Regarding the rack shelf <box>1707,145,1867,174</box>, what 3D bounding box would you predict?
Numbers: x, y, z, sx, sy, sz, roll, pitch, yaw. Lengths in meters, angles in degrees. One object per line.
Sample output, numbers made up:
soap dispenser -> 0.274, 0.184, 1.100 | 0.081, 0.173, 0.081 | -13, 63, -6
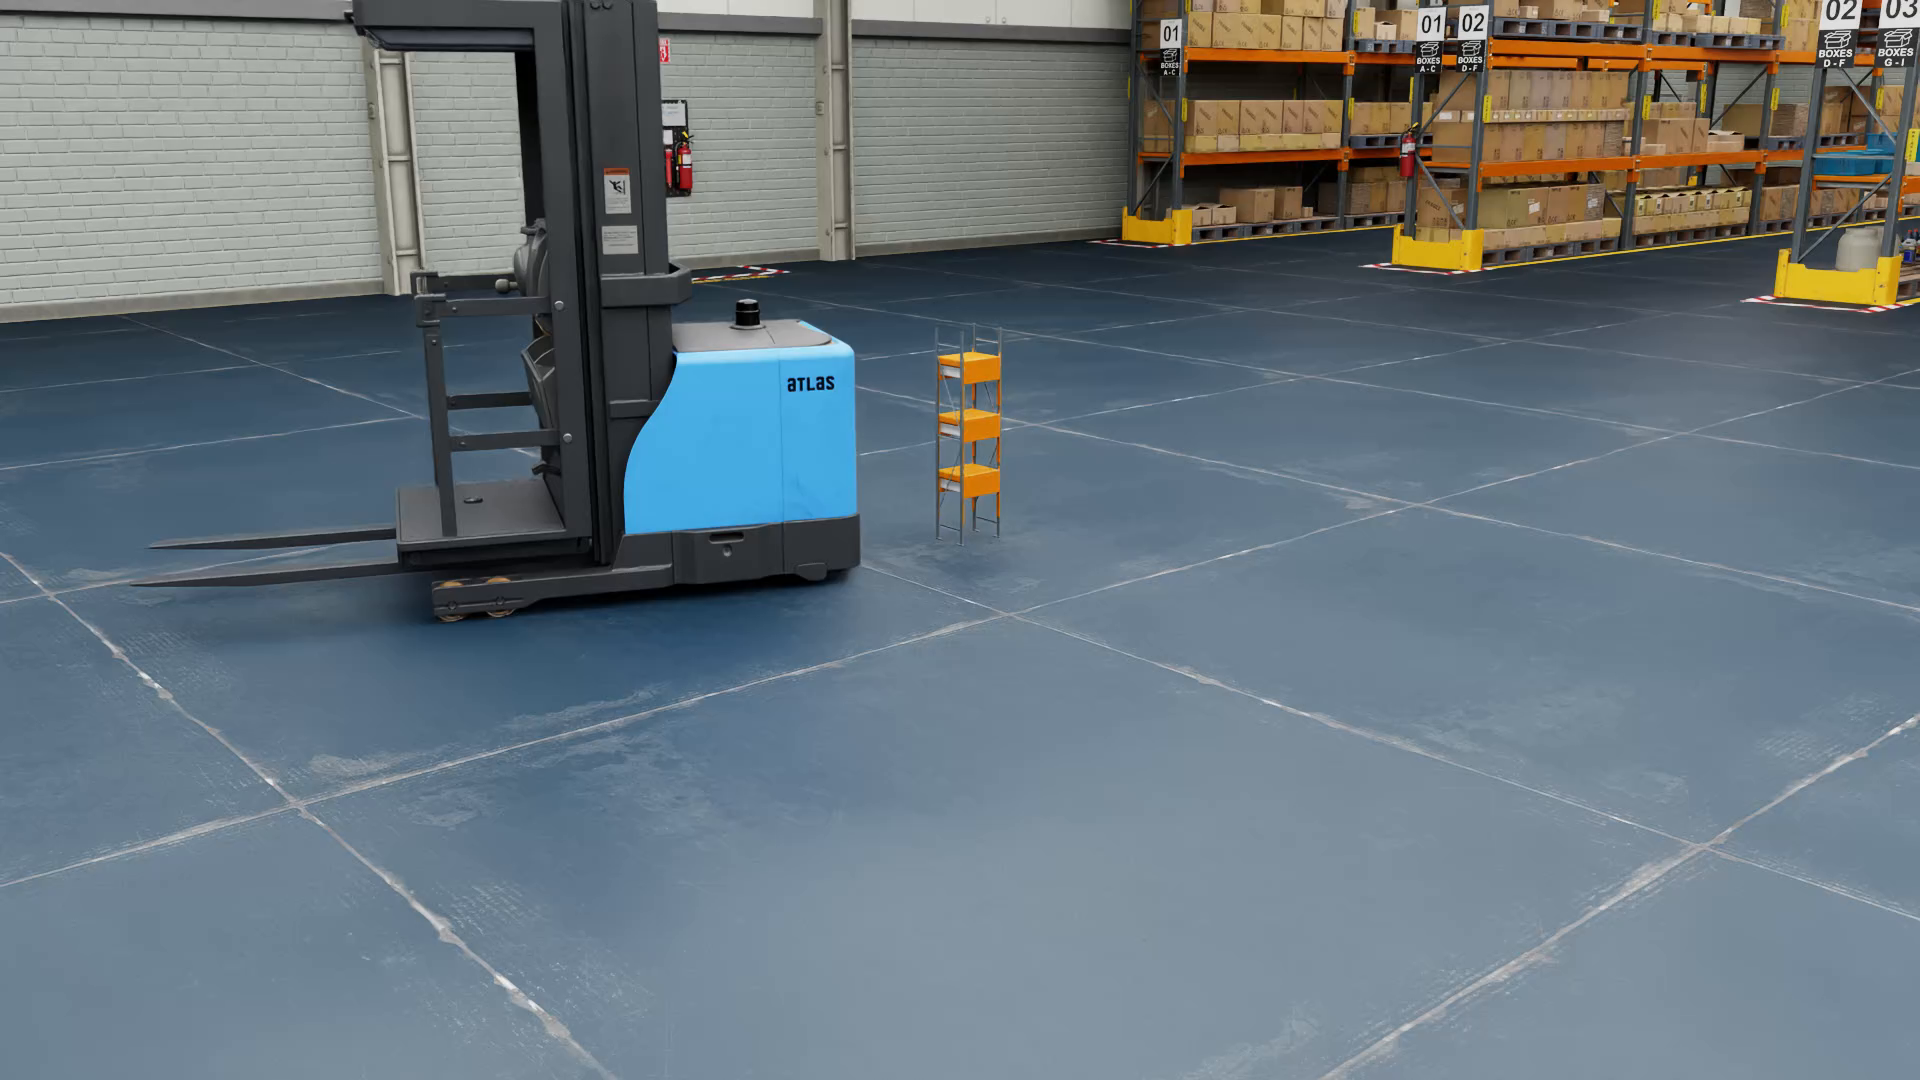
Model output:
rack shelf -> 13.709, -6.336, 27.552 | 4.000, 0.370, 1.077 | -13, 19, -39

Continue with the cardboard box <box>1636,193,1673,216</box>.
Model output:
cardboard box -> 10.039, -4.918, 24.276 | 0.500, 0.311, 0.500 | -13, 20, -40

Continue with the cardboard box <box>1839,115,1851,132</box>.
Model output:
cardboard box -> 15.426, -7.205, 29.219 | 0.500, 0.500, 0.500 | -12, 19, -38

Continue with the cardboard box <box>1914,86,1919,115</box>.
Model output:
cardboard box -> 16.535, -7.753, 29.333 | 0.500, 0.500, 0.500 | -13, 20, -41

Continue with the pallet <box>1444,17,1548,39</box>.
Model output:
pallet -> 6.715, -6.511, 21.171 | 1.213, 0.211, 1.003 | -13, 19, -39

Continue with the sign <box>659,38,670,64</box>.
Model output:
sign -> -3.617, -5.951, 20.223 | 0.199, 0.298, 0.001 | -13, 19, -39

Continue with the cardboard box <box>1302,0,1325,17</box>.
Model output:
cardboard box -> 5.319, -8.388, 25.858 | 0.500, 0.500, 0.500 | -11, 19, -36

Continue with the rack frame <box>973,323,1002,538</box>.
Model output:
rack frame -> 0.132, -0.537, 8.226 | 0.008, 1.050, 0.200 | -13, 19, -39

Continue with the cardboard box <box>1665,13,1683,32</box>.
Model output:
cardboard box -> 10.066, -7.443, 23.966 | 0.500, 0.250, 0.500 | 14, 20, 42

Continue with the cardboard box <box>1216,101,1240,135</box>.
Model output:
cardboard box -> 3.847, -6.357, 25.035 | 0.500, 0.500, 0.500 | -13, 19, -39

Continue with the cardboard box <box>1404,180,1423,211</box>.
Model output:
cardboard box -> 7.615, -6.027, 28.992 | 0.500, 0.500, 0.700 | -13, 20, -40

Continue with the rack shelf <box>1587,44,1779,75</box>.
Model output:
rack shelf -> 10.691, -7.108, 24.628 | 4.000, 0.370, 1.077 | -13, 19, -39

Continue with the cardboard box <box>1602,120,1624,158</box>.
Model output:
cardboard box -> 8.852, -5.639, 23.355 | 0.500, 0.500, 0.700 | -13, 20, -41

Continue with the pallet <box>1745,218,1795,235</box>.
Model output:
pallet -> 12.788, -5.117, 26.997 | 1.213, 0.211, 1.003 | -13, 19, -39

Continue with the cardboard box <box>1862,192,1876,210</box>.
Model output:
cardboard box -> 15.676, -5.965, 29.126 | 0.500, 0.311, 0.500 | -13, 19, -39

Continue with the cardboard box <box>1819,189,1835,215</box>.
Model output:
cardboard box -> 14.276, -5.721, 27.847 | 0.500, 0.500, 0.500 | -12, 19, -39

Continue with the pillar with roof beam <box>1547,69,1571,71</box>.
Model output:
pillar with roof beam -> 14.749, -10.333, 29.498 | 0.400, 9.000, 9.100 | -13, 19, -39

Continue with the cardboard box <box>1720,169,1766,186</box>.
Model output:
cardboard box -> 12.791, -5.926, 27.163 | 0.500, 0.250, 0.500 | -12, 19, -37

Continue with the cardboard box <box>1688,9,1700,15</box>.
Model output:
cardboard box -> 14.607, -10.477, 33.678 | 0.500, 0.500, 0.500 | -13, 20, -40

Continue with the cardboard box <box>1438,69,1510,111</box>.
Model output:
cardboard box -> 6.565, -5.750, 21.257 | 0.500, 0.500, 0.700 | -13, 19, -39

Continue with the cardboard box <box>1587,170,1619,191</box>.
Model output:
cardboard box -> 12.594, -7.088, 33.004 | 0.500, 0.500, 0.700 | -12, 19, -39

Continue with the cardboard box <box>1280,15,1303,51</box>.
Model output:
cardboard box -> 4.926, -7.820, 25.669 | 0.500, 0.500, 0.500 | -14, 20, -41

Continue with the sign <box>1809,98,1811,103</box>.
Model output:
sign -> 14.855, -7.545, 29.007 | 0.005, 0.325, 0.100 | -13, 19, -39

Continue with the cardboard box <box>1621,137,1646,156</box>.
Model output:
cardboard box -> 9.525, -5.687, 24.017 | 0.500, 0.250, 0.500 | -11, 19, -36

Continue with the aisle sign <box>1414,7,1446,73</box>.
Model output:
aisle sign -> 5.922, -6.292, 20.954 | 0.004, 0.787, 0.394 | -13, 19, -39

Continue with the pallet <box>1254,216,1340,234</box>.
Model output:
pallet -> 5.444, -5.163, 27.170 | 1.213, 0.211, 1.003 | -13, 19, -39

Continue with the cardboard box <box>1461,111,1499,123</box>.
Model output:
cardboard box -> 6.602, -5.376, 21.113 | 0.250, 0.149, 0.380 | -13, 20, -40

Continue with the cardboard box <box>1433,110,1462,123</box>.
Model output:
cardboard box -> 6.328, -5.453, 21.402 | 0.250, 0.149, 0.380 | -13, 20, -40

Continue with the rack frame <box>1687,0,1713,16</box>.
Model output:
rack frame -> 14.980, -11.562, 34.098 | 0.127, 3.000, 1.000 | -13, 19, -39

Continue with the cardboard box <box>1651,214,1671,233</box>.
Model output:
cardboard box -> 10.036, -4.648, 24.353 | 0.500, 0.250, 0.500 | -12, 19, -38

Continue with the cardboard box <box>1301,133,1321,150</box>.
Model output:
cardboard box -> 5.388, -6.346, 26.448 | 0.500, 0.250, 0.500 | -13, 19, -39

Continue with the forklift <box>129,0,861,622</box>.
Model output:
forklift -> -2.027, -1.227, 7.164 | 3.031, 2.935, 1.130 | -5, 16, -18

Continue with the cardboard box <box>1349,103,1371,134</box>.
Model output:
cardboard box -> 6.334, -6.971, 27.490 | 0.500, 0.500, 0.700 | -13, 19, -39

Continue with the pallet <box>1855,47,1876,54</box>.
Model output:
pallet -> 14.679, -8.284, 28.002 | 1.003, 0.211, 1.213 | -13, 19, -39

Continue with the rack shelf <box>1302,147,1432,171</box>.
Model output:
rack shelf -> 7.437, -6.622, 28.623 | 4.000, 0.370, 1.077 | -13, 19, -39

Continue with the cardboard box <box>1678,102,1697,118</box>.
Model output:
cardboard box -> 14.602, -8.720, 34.503 | 0.700, 0.700, 0.980 | -12, 19, -37

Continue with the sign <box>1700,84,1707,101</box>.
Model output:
sign -> 15.326, -9.230, 34.288 | 0.005, 0.325, 0.100 | -13, 19, -39

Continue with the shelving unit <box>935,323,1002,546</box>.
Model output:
shelving unit -> 0.040, -0.516, 8.148 | 0.252, 1.050, 0.215 | -13, 19, -39

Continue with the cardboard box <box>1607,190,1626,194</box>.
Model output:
cardboard box -> 9.688, -5.026, 24.683 | 0.500, 0.311, 0.500 | -12, 19, -38

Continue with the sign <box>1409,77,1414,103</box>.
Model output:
sign -> 5.819, -5.771, 21.342 | 0.005, 0.325, 0.100 | -13, 19, -39

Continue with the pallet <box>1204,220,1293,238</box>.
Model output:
pallet -> 4.524, -4.955, 26.392 | 1.213, 0.211, 1.003 | -13, 19, -39

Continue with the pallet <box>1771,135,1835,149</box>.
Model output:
pallet -> 13.664, -6.582, 27.452 | 1.213, 0.211, 1.003 | -13, 19, -39

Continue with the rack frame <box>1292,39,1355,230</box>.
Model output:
rack frame -> 5.928, -6.631, 27.262 | 0.127, 3.000, 1.000 | -13, 19, -39

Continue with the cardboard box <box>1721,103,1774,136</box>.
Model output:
cardboard box -> 12.601, -6.725, 26.605 | 0.700, 0.500, 0.500 | 8, 17, 28

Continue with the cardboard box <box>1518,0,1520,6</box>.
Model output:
cardboard box -> 7.280, -7.007, 21.945 | 0.500, 0.311, 0.500 | -10, 18, -33

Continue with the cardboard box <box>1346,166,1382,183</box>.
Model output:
cardboard box -> 6.802, -6.201, 28.192 | 0.500, 0.250, 0.500 | -13, 20, -41

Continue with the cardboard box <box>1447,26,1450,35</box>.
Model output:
cardboard box -> 8.251, -8.739, 29.107 | 0.500, 0.500, 0.500 | -13, 19, -39

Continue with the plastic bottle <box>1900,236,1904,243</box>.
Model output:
plastic bottle -> 11.255, -3.495, 19.932 | 0.133, 0.283, 0.061 | -12, 19, -37

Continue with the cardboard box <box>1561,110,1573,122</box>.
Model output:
cardboard box -> 7.961, -5.681, 22.254 | 0.250, 0.149, 0.380 | -12, 19, -38

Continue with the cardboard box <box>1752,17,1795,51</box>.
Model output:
cardboard box -> 12.507, -7.923, 26.092 | 0.500, 0.500, 0.910 | -13, 19, -39

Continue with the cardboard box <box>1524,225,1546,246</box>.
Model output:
cardboard box -> 7.468, -4.082, 22.232 | 0.500, 0.250, 0.500 | -13, 19, -39

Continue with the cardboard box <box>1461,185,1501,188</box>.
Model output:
cardboard box -> 7.119, -4.547, 22.523 | 0.500, 0.500, 0.500 | -13, 19, -39
